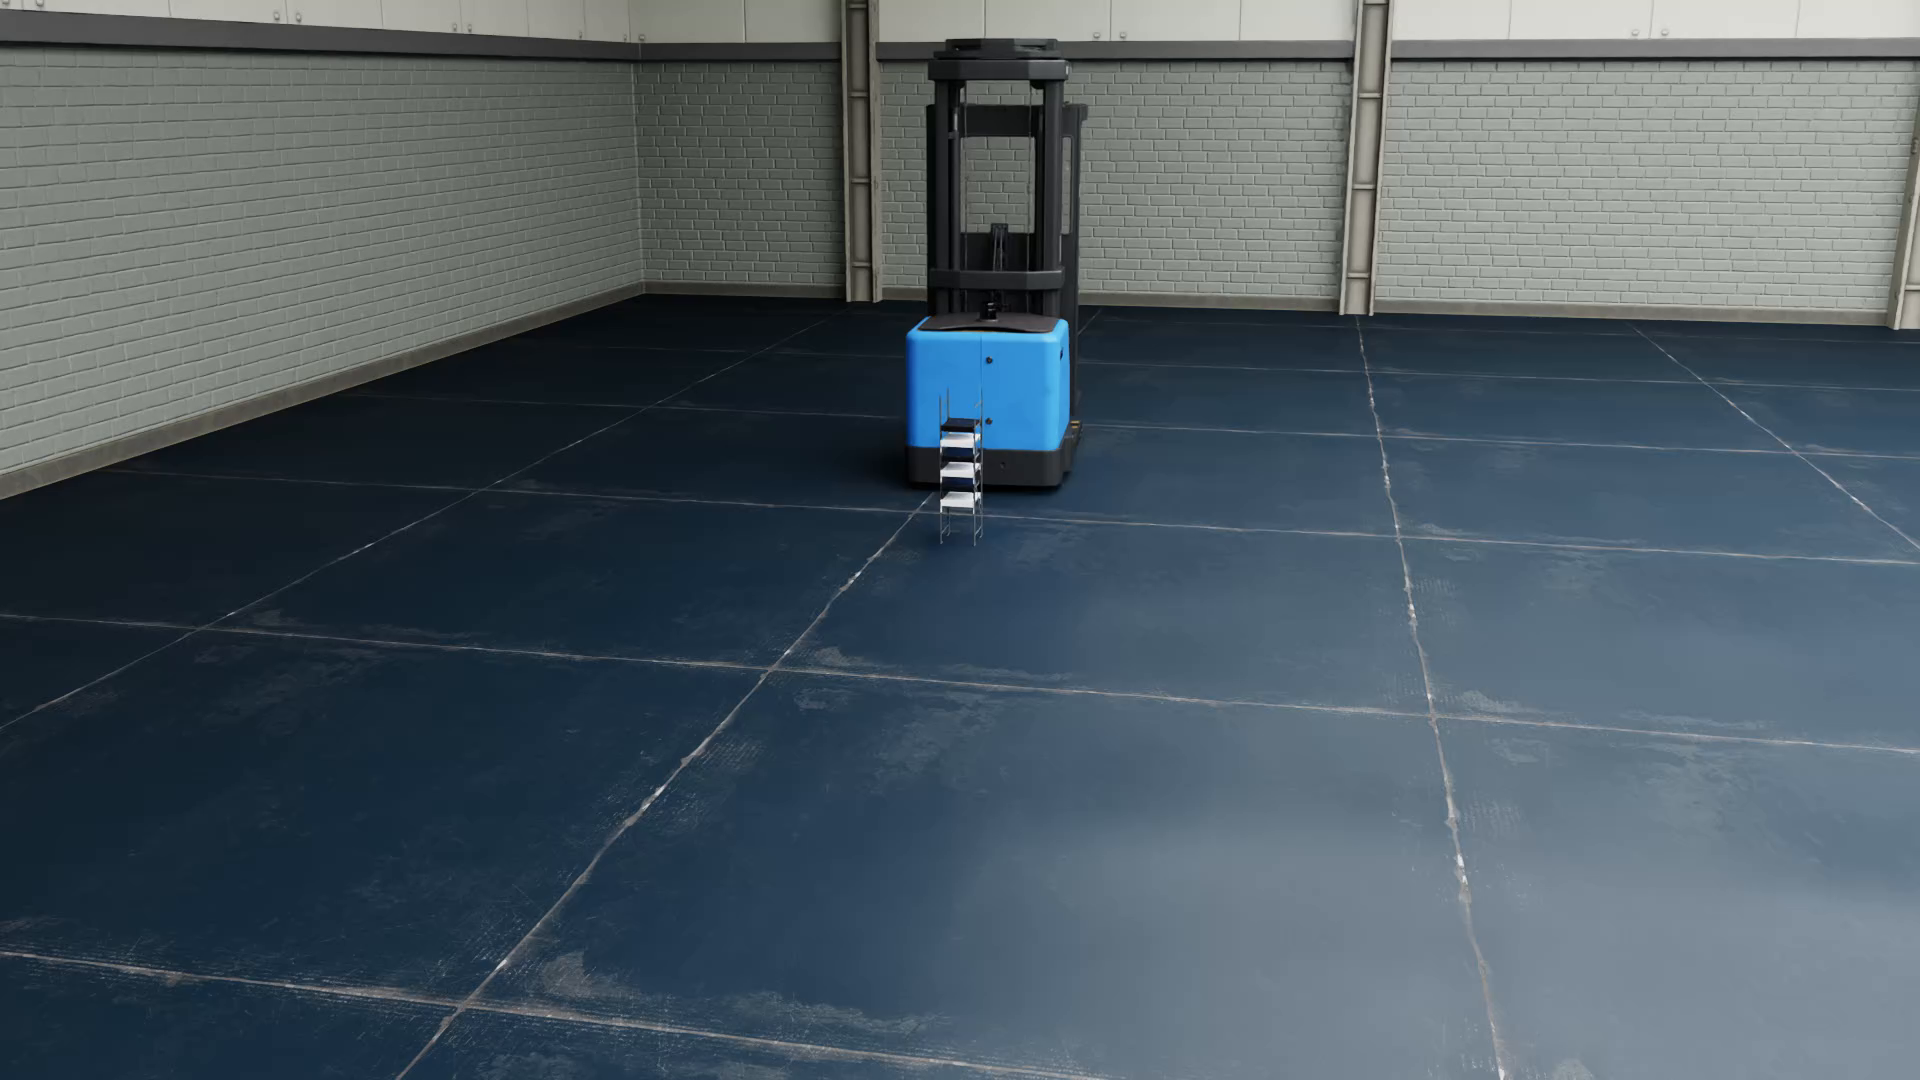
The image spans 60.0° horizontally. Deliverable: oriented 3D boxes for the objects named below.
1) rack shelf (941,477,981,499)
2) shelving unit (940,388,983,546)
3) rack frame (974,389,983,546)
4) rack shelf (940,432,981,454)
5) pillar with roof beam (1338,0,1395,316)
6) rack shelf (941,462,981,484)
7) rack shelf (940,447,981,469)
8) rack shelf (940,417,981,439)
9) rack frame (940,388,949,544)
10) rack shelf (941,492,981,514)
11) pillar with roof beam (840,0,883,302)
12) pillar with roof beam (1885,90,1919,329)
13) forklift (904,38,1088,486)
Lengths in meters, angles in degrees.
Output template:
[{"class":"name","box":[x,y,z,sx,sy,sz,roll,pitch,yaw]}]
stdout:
[{"class":"rack shelf","box":[0.008,-0.314,9.903,0.200,0.077,0.258,3,16,11]},{"class":"shelving unit","box":[0.008,-0.433,9.870,0.210,0.900,0.258,3,16,11]},{"class":"rack frame","box":[0.108,-0.428,9.851,0.006,0.900,0.240,3,16,11]},{"class":"rack shelf","box":[0.008,-0.575,9.831,0.200,0.077,0.258,3,16,11]},{"class":"pillar with roof beam","box":[3.825,-5.892,14.407,0.400,9.000,9.100,3,16,11]},{"class":"rack shelf","box":[0.008,-0.401,9.879,0.200,0.077,0.258,3,16,11]},{"class":"rack shelf","box":[0.008,-0.488,9.855,0.200,0.077,0.258,3,16,11]},{"class":"rack shelf","box":[0.008,-0.661,9.807,0.200,0.077,0.258,3,16,11]},{"class":"rack frame","box":[-0.092,-0.439,9.890,0.006,0.900,0.240,3,16,11]},{"class":"rack shelf","box":[0.008,-0.228,9.927,0.200,0.077,0.258,3,16,11]},{"class":"pillar with roof beam","box":[-2.054,-6.212,15.560,0.400,9.000,9.100,3,16,11]},{"class":"pillar with roof beam","box":[9.705,-5.573,13.255,0.400,9.000,9.100,3,16,11]},{"class":"forklift","box":[0.340,-2.113,12.131,1.130,2.935,3.031,2,16,8]}]
